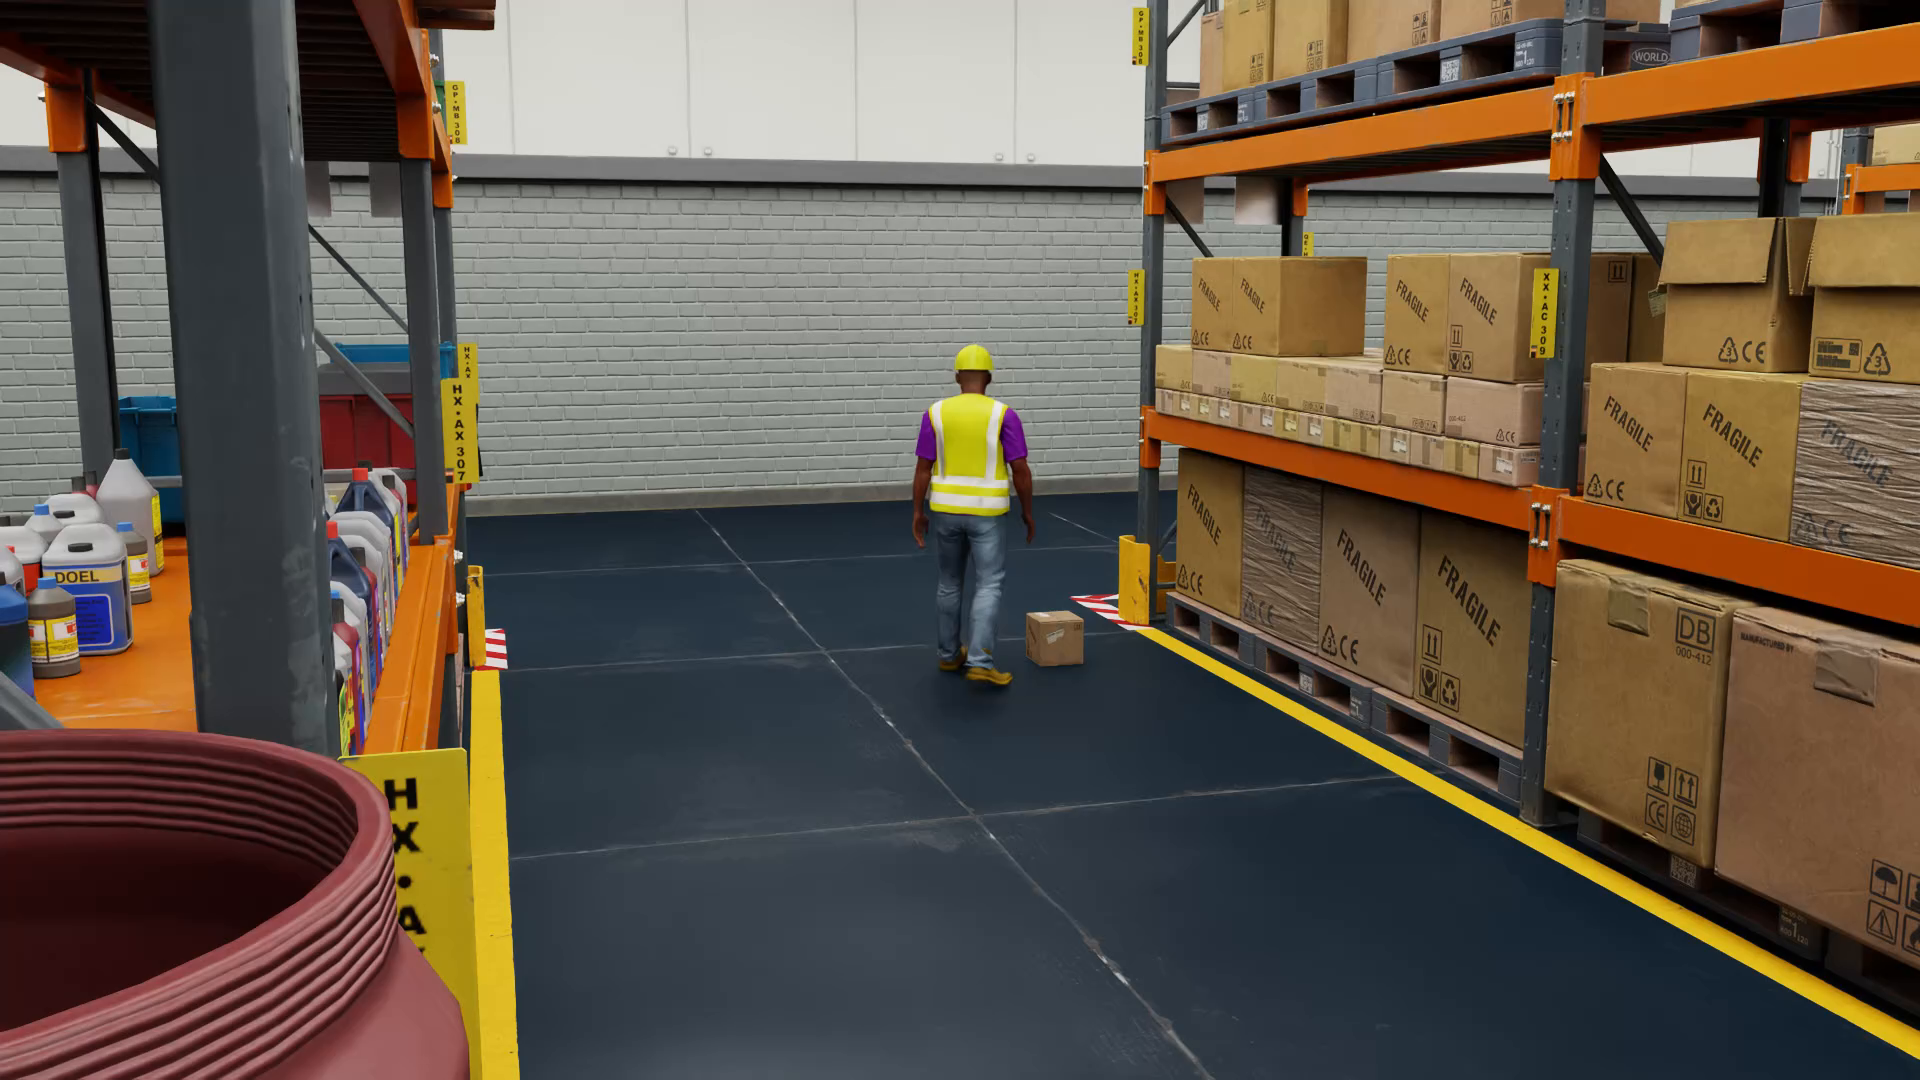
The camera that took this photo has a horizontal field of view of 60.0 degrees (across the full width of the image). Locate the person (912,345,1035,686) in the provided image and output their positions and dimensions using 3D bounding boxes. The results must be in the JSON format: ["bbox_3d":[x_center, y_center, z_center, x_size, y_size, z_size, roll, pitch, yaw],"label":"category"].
[{"bbox_3d":[0.066,-0.140,8.701,0.637,1.754,0.738,2,10,15],"label":"person"}]
